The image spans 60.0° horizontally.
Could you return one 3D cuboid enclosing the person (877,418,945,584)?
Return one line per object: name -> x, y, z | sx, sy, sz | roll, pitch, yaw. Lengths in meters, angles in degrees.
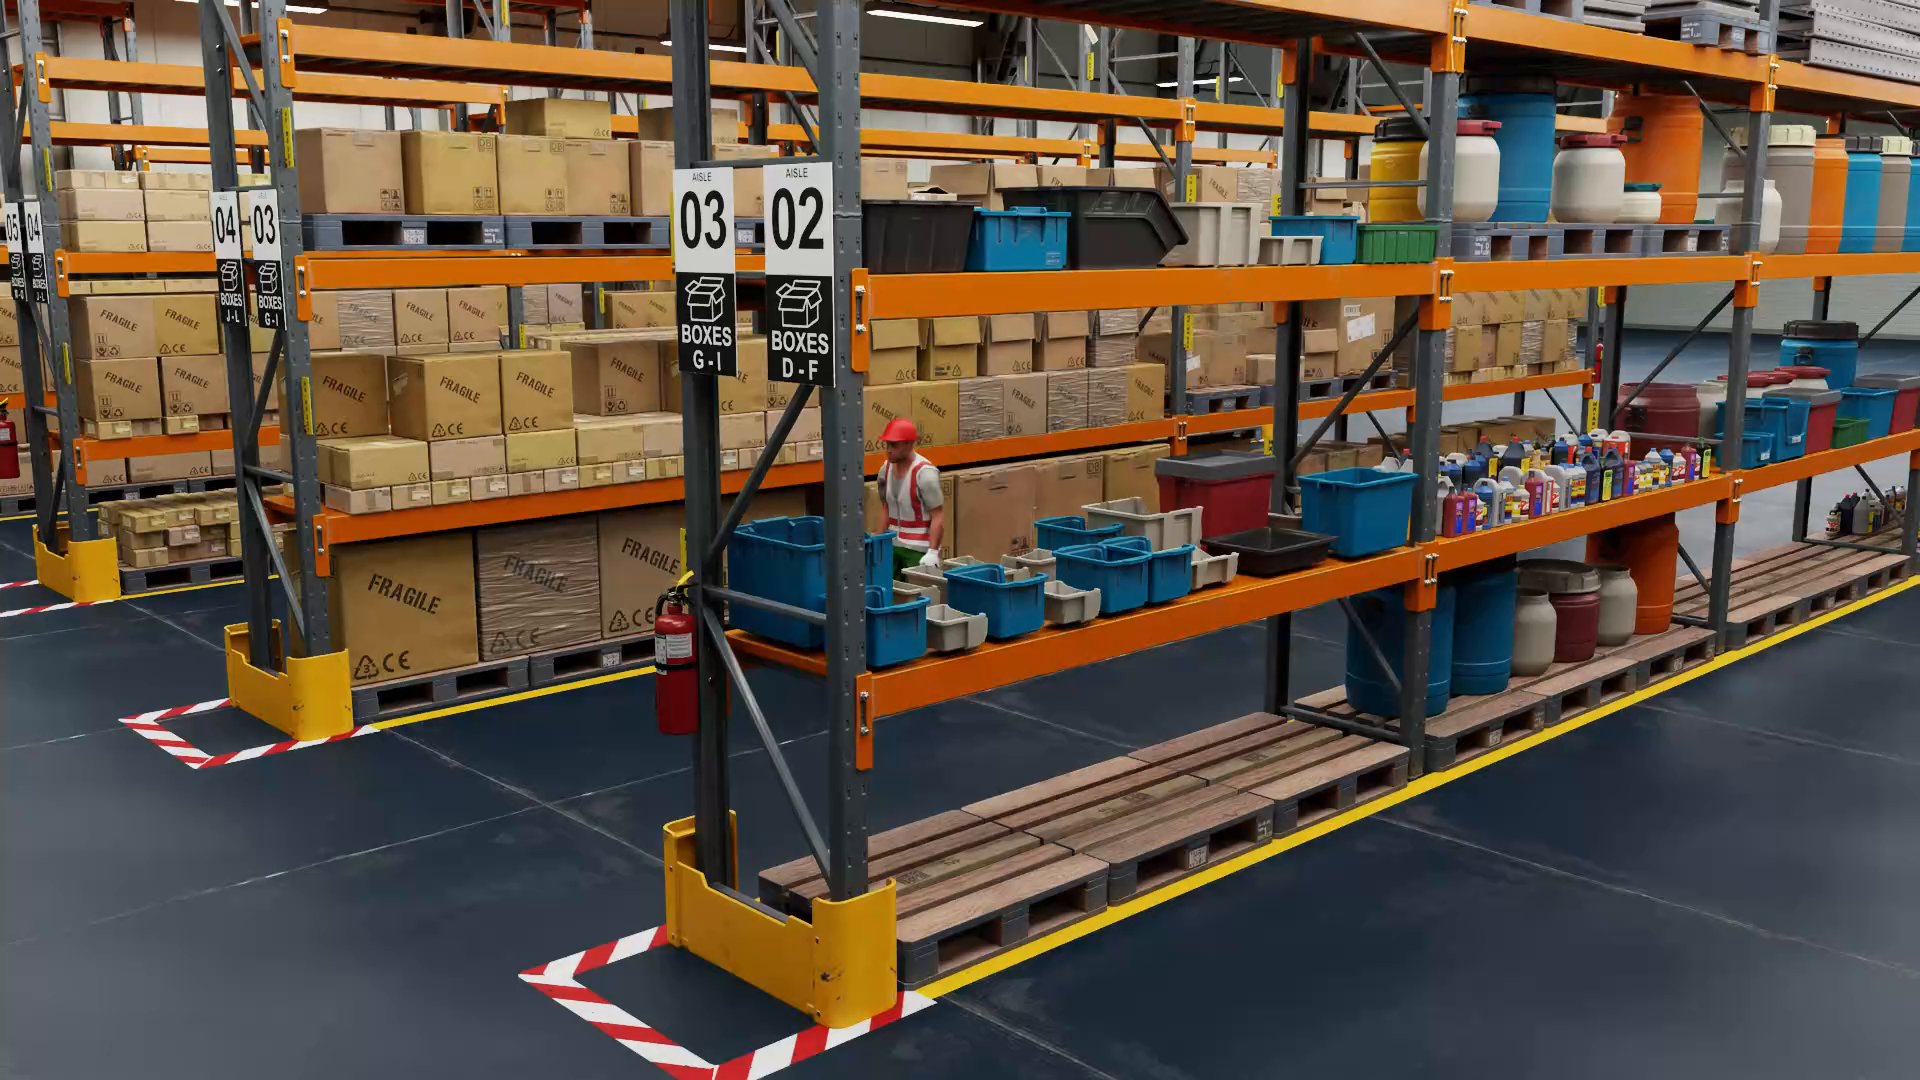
person -> -0.358, 0.078, 10.951 | 0.455, 1.779, 0.611 | -10, 14, -43
